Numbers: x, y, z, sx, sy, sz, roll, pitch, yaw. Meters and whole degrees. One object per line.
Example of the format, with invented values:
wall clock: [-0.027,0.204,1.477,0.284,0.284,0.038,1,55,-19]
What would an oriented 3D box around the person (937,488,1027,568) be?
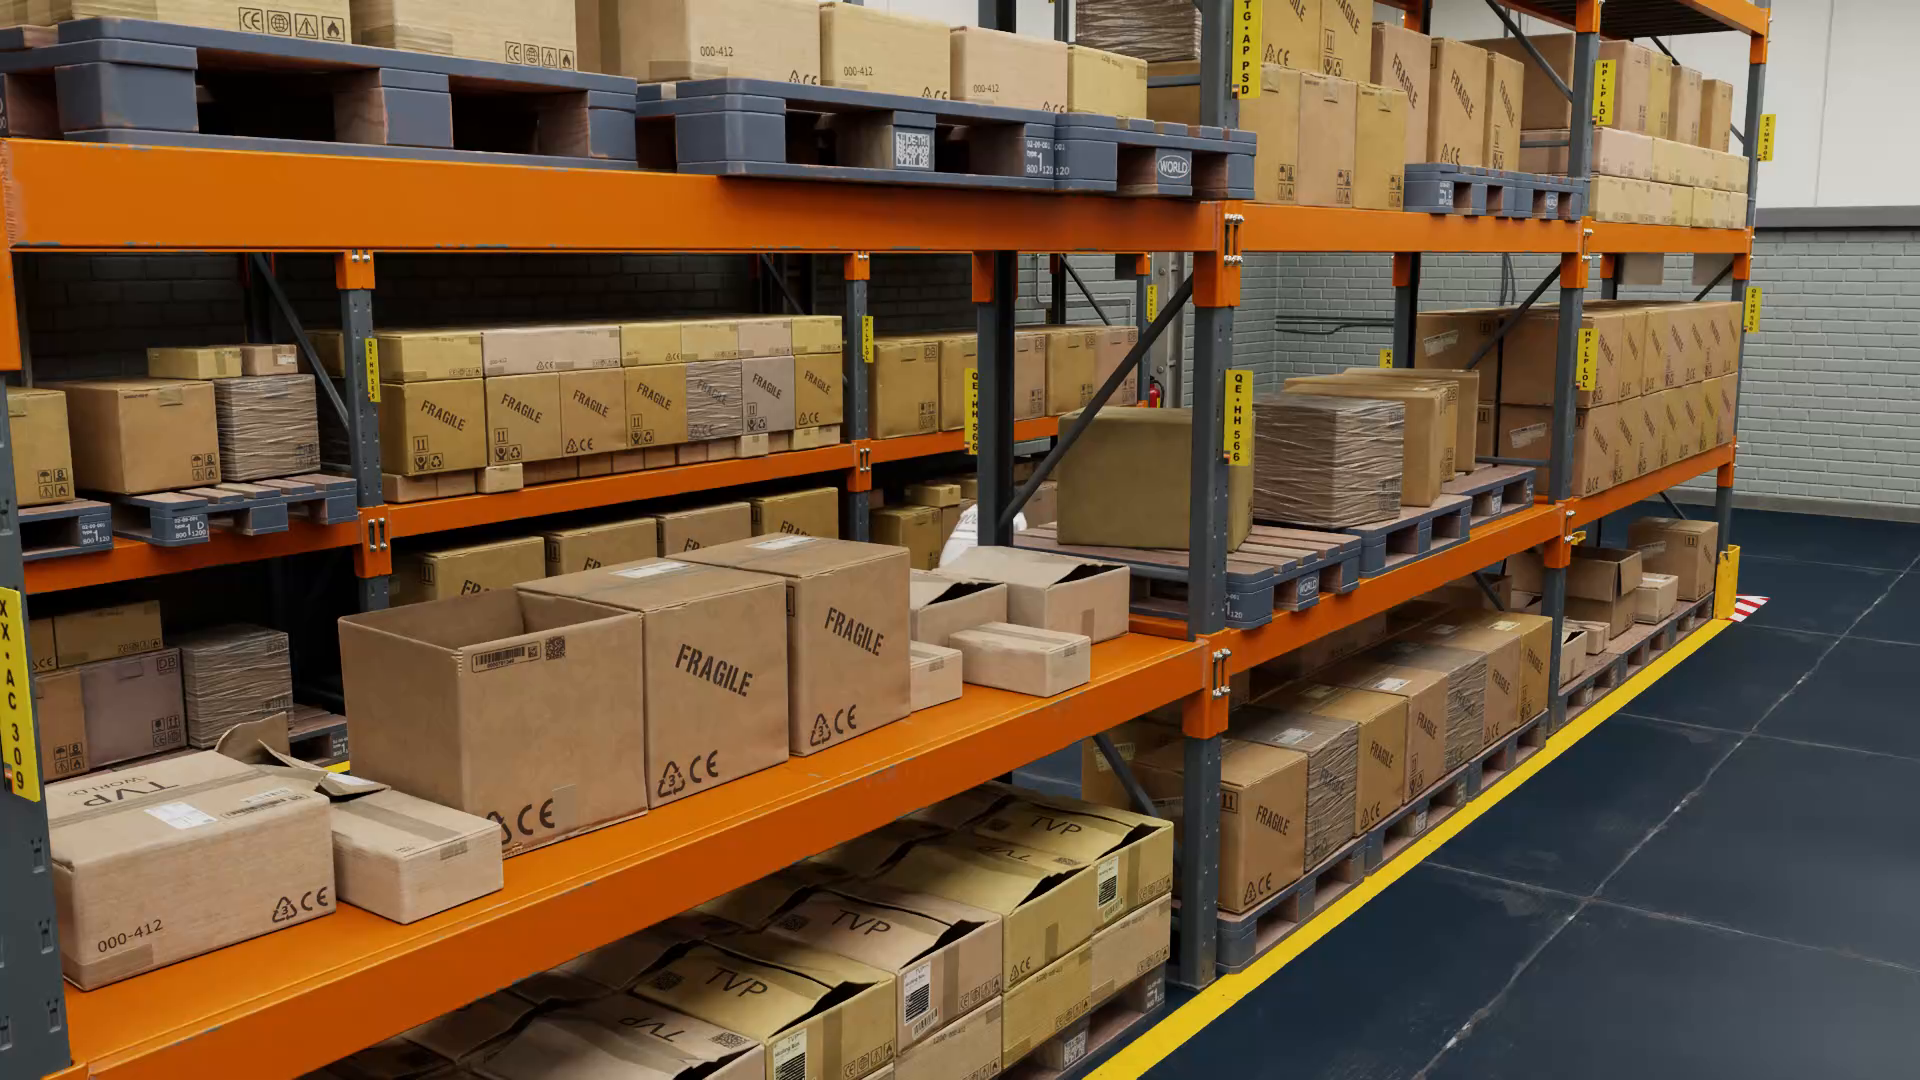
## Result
person: [0.201,0.161,11.622,0.529,1.025,0.950,5,11,29]
